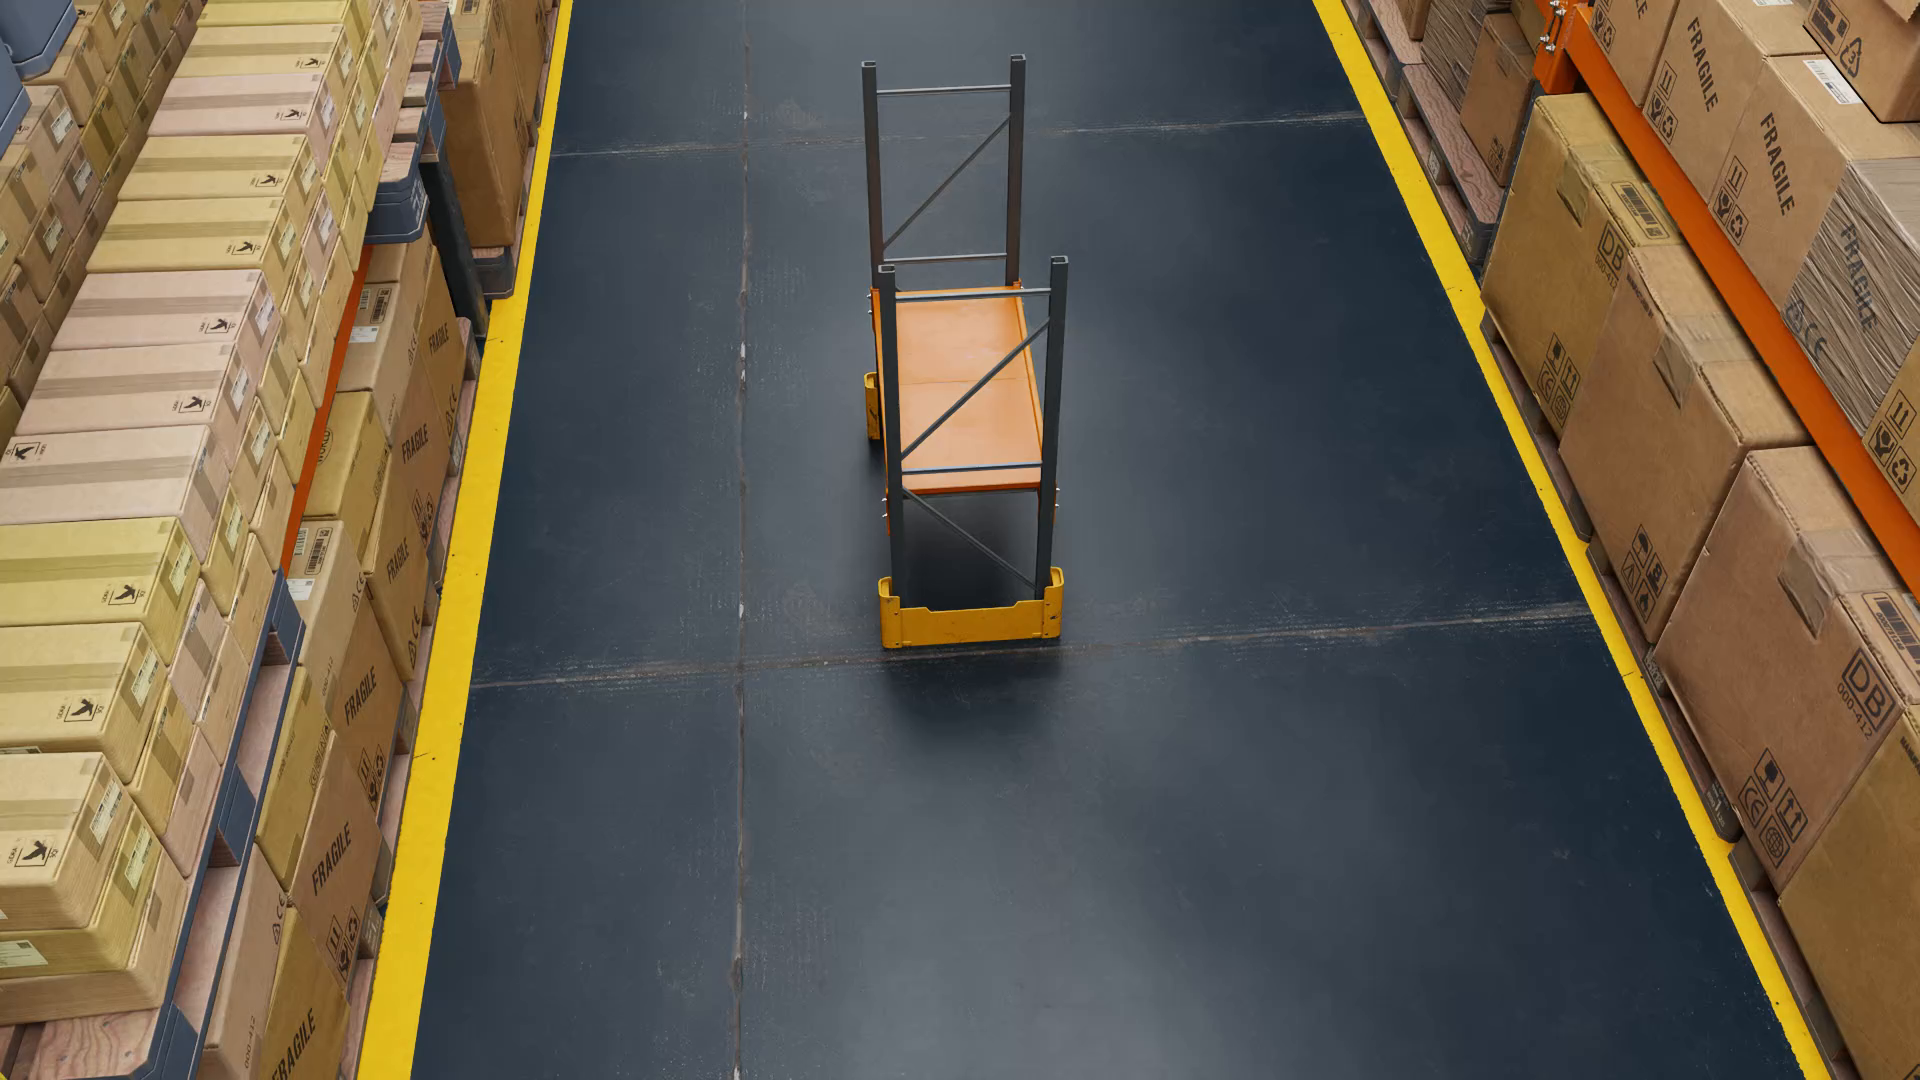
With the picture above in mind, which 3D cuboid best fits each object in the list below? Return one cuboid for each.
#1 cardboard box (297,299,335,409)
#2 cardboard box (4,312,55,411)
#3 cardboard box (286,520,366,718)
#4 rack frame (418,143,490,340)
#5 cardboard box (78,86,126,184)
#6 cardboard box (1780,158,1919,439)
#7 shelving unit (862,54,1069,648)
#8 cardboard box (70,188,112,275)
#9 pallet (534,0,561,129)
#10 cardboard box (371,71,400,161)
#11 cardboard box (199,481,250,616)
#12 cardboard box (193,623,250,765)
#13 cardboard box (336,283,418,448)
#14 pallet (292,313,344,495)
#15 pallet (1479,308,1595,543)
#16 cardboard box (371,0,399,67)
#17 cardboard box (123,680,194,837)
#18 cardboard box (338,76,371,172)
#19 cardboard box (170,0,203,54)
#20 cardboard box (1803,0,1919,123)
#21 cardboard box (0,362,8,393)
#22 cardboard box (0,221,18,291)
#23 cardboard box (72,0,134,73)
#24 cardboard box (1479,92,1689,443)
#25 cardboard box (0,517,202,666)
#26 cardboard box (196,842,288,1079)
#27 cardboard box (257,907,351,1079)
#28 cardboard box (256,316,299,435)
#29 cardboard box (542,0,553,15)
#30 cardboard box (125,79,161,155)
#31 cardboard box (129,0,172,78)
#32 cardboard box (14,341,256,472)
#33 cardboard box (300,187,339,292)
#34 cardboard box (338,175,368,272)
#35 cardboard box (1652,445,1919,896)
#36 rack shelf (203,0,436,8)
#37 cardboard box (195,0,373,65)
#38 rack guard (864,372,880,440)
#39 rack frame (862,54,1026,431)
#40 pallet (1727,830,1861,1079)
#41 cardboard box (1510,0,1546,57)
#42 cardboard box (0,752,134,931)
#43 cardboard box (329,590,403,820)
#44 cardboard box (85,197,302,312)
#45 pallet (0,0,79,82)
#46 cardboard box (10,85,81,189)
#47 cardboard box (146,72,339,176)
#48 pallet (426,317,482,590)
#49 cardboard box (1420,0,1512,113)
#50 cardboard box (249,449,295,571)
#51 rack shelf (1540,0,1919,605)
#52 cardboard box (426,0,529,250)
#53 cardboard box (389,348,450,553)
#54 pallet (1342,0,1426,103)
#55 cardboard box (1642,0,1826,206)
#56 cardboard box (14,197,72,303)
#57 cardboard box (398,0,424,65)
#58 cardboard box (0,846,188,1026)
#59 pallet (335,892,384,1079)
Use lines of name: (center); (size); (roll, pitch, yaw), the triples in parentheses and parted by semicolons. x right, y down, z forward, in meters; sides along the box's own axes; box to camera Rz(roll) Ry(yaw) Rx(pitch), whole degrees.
cardboard box: (-1.724, -0.432, 3.977); (0.380, 0.149, 0.250); (-5, 47, -5)
cardboard box: (-2.382, -0.403, 3.950); (0.380, 0.149, 0.250); (-5, 47, -5)
cardboard box: (-1.900, 0.218, 4.394); (0.500, 0.250, 0.500); (-2, 47, -2)
rack frame: (-2.351, -1.829, 5.416); (1.000, 3.000, 0.127); (-3, 47, -3)
cardboard box: (-2.439, -1.055, 4.363); (0.380, 0.149, 0.250); (-3, 47, -3)
cardboard box: (2.501, -0.618, 4.200); (0.500, 0.500, 0.500); (-3, 47, -3)
shelving unit: (-0.006, -0.571, 5.258); (0.587, 1.500, 1.083); (-3, 47, -3)
cardboard box: (-2.421, -0.774, 4.301); (0.380, 0.149, 0.250); (-2, 47, -2)
pallet: (-2.441, -2.325, 7.807); (1.003, 0.211, 1.213); (-3, 47, -3)
cardboard box: (-1.811, -1.192, 4.696); (0.380, 0.149, 0.250); (-3, 47, -3)
cardboard box: (-1.659, 0.030, 3.335); (0.380, 0.149, 0.250); (-5, 47, -5)
cardboard box: (-1.637, 0.313, 3.271); (0.380, 0.149, 0.250); (-3, 47, -3)
cardboard box: (-1.980, -0.528, 5.100); (0.500, 0.250, 0.500); (-3, 47, -3)
pallet: (-2.145, -0.333, 4.131); (1.003, 0.211, 1.213); (-3, 47, -3)
pallet: (2.591, -0.523, 6.100); (1.003, 0.211, 1.213); (-3, 47, -3)
cardboard box: (-1.832, -1.466, 4.751); (0.380, 0.149, 0.250); (-2, 47, -2)
cardboard box: (-1.615, 0.405, 2.980); (0.380, 0.149, 0.250); (-4, 47, -4)
cardboard box: (-1.787, -1.095, 4.400); (0.380, 0.149, 0.250); (-3, 47, -3)
cardboard box: (-2.515, -1.551, 5.036); (0.380, 0.149, 0.250); (-4, 47, -4)
cardboard box: (2.697, -1.435, 4.283); (0.797, 0.503, 0.637); (-3, 47, -2)
cardboard box: (-2.361, -0.324, 3.670); (0.380, 0.149, 0.250); (-3, 47, -3)
cardboard box: (-2.377, -0.613, 3.739); (0.380, 0.149, 0.250); (-4, 47, -4)
cardboard box: (-2.464, -1.373, 4.458); (0.380, 0.149, 0.250); (-4, 47, -4)
cardboard box: (2.637, -0.970, 5.777); (1.225, 0.875, 0.875); (-5, 47, -5)
cardboard box: (-1.639, 0.103, 3.061); (0.380, 0.149, 0.250); (-3, 47, -3)
cardboard box: (-1.815, 0.972, 3.679); (0.500, 0.250, 0.500); (-5, 47, -5)
cardboard box: (-1.814, 1.230, 3.952); (0.500, 0.500, 0.500); (-2, 47, -2)
cardboard box: (-1.706, -0.357, 3.701); (0.380, 0.149, 0.250); (-4, 47, -4)
cardboard box: (-2.468, -2.952, 7.740); (1.050, 0.750, 0.750); (-3, 47, -3)
cardboard box: (-2.470, -1.161, 4.668); (0.380, 0.149, 0.250); (-1, 47, -1)
cardboard box: (-2.486, -1.431, 4.718); (0.380, 0.149, 0.250); (-1, 47, -1)
cardboard box: (-1.680, -0.263, 3.407); (0.380, 0.149, 0.250); (-4, 47, -4)
cardboard box: (-1.746, -0.726, 4.050); (0.380, 0.149, 0.250); (-2, 47, -2)
cardboard box: (-1.770, -0.817, 4.341); (0.380, 0.149, 0.250); (-5, 47, -5)
cardboard box: (2.785, 0.315, 4.560); (1.225, 0.875, 0.875); (-5, 47, -5)
rack shelf: (-2.519, -3.028, 7.047); (1.077, 0.370, 4.000); (-3, 47, -3)
cardboard box: (-1.813, -1.393, 4.477); (0.380, 0.149, 0.250); (-2, 47, -2)
rack guard: (-0.048, -0.501, 6.053); (0.587, 0.250, 0.087); (-3, 47, -3)
rack frame: (-0.050, -0.945, 5.612); (0.500, 1.500, 0.032); (-3, 47, -3)
pallet: (2.795, 1.242, 4.428); (1.003, 0.211, 1.213); (-3, 47, -3)
cardboard box: (2.514, -2.089, 6.565); (0.500, 0.250, 0.500); (-2, 47, -2)
cardboard box: (-1.591, 0.490, 2.694); (0.380, 0.149, 0.250); (-1, 47, -1)
cardboard box: (-1.917, 0.469, 4.672); (0.500, 0.500, 0.500); (-3, 47, -3)
cardboard box: (-1.727, -0.640, 3.765); (0.380, 0.149, 0.250); (-2, 47, -2)
pallet: (-2.052, -1.105, 2.794); (1.213, 0.211, 1.003); (-3, 47, -3)
cardboard box: (-2.418, -0.986, 4.092); (0.380, 0.149, 0.250); (-2, 47, -1)
cardboard box: (-1.772, -1.025, 4.129); (0.380, 0.149, 0.250); (-3, 47, -3)
pallet: (-2.287, -0.304, 5.893); (1.003, 0.211, 1.213); (-3, 47, -3)
cardboard box: (2.464, -2.233, 7.217); (0.700, 0.500, 0.500); (-7, 47, -7)
cardboard box: (-1.679, -0.053, 3.618); (0.380, 0.149, 0.250); (-5, 47, -5)
rack shelf: (2.767, -0.362, 4.523); (1.077, 0.370, 4.000); (-3, 47, -3)
cardboard box: (-2.313, -1.645, 6.503); (1.050, 0.750, 0.750); (-4, 47, -4)
cardboard box: (-1.996, -0.277, 5.379); (0.500, 0.500, 0.500); (-2, 47, -2)
pallet: (2.437, -2.544, 8.014); (1.003, 0.211, 1.213); (-3, 47, -3)
cardboard box: (2.415, -1.350, 4.894); (0.500, 0.500, 0.500); (-5, 47, -4)
cardboard box: (-2.402, -0.695, 4.021); (0.380, 0.149, 0.250); (-4, 47, -4)
cardboard box: (-1.852, -1.558, 5.043); (0.380, 0.149, 0.250); (-3, 47, -3)
cardboard box: (-1.591, 0.695, 2.910); (0.380, 0.149, 0.250); (-6, 47, -5)
pallet: (-2.083, 1.461, 4.221); (1.003, 0.211, 1.213); (-3, 47, -3)
